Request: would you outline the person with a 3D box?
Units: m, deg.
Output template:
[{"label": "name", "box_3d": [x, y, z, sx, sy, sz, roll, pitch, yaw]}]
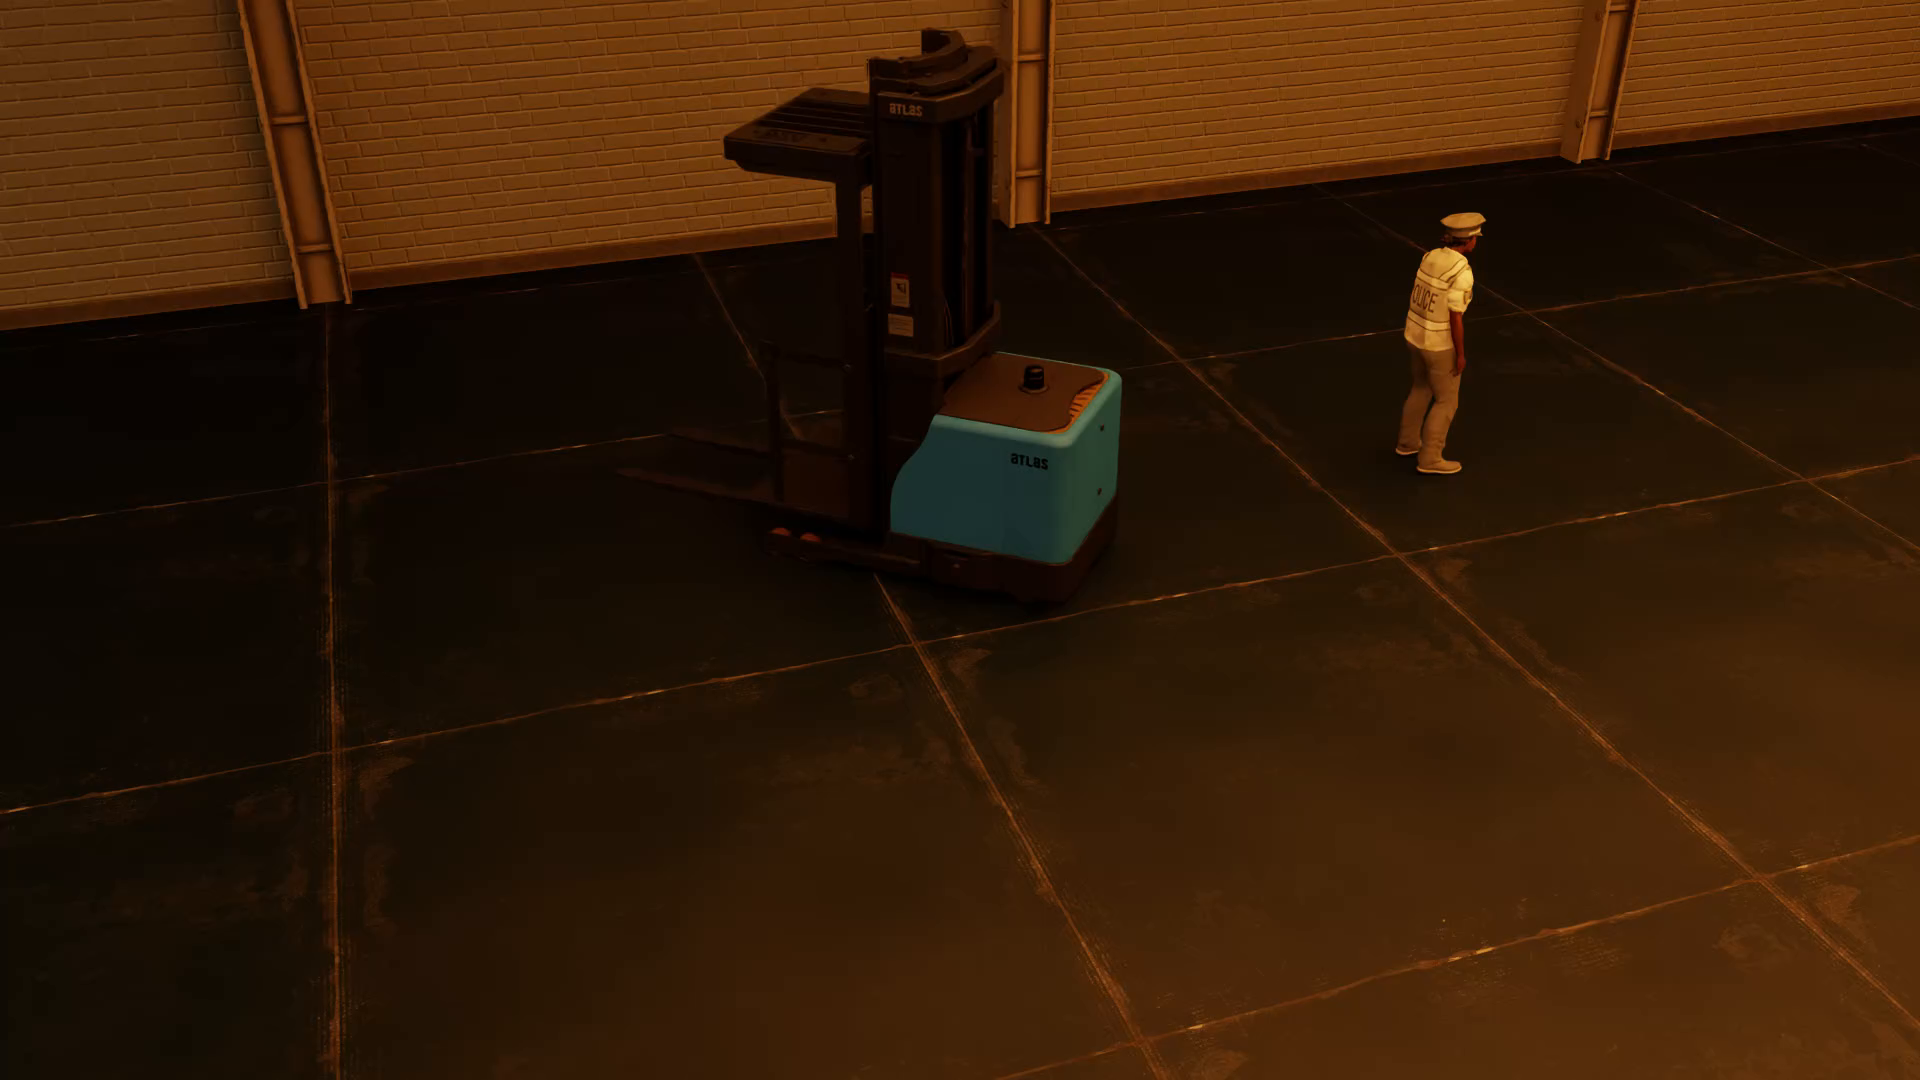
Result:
[{"label": "person", "box_3d": [3.030, -1.240, 10.525, 0.395, 1.657, 0.507, -10, 31, -17]}]

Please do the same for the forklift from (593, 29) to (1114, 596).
[{"label": "forklift", "box_3d": [-0.657, -1.318, 9.379, 3.031, 2.935, 1.130, 6, 30, 10]}]
